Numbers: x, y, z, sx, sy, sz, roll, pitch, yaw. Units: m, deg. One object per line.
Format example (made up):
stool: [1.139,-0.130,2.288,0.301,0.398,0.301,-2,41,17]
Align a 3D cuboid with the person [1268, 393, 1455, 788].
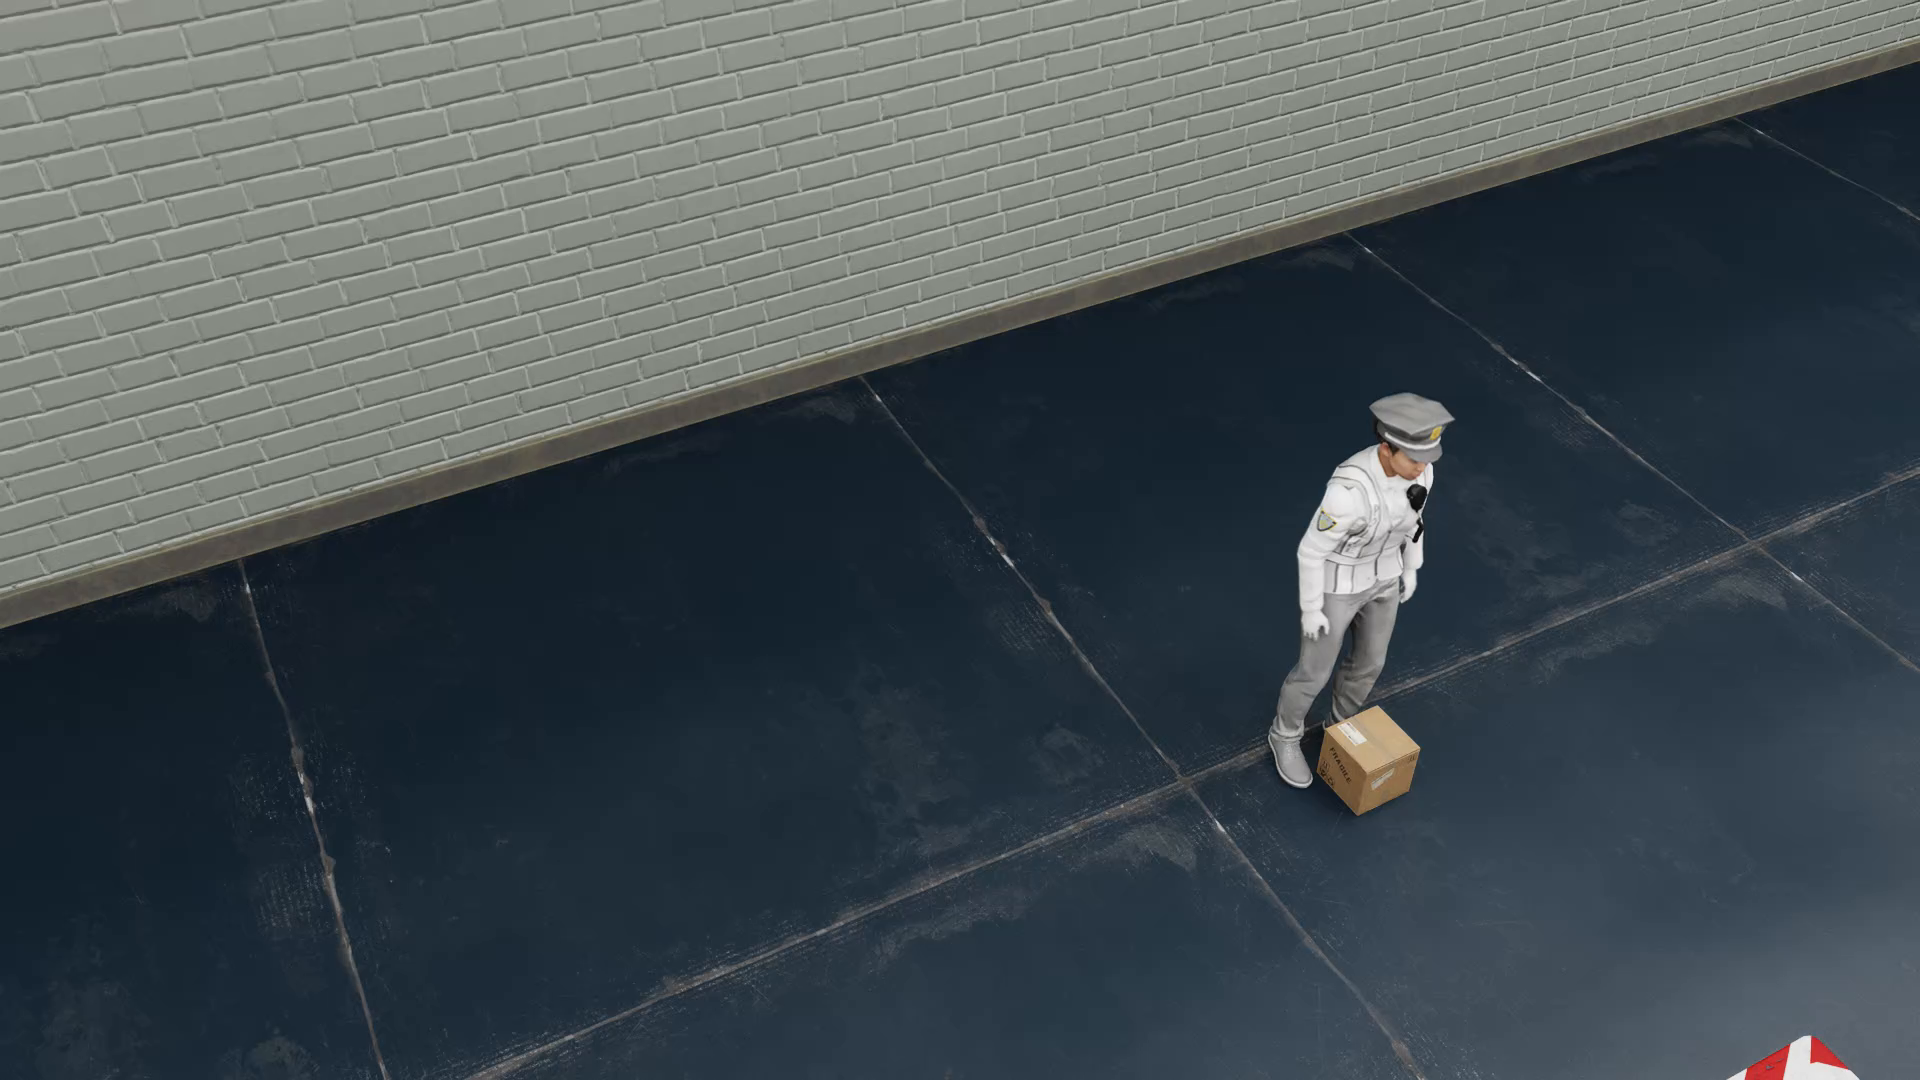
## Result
person: [1.435,0.174,5.960,0.539,1.663,0.405,-20,45,-21]
